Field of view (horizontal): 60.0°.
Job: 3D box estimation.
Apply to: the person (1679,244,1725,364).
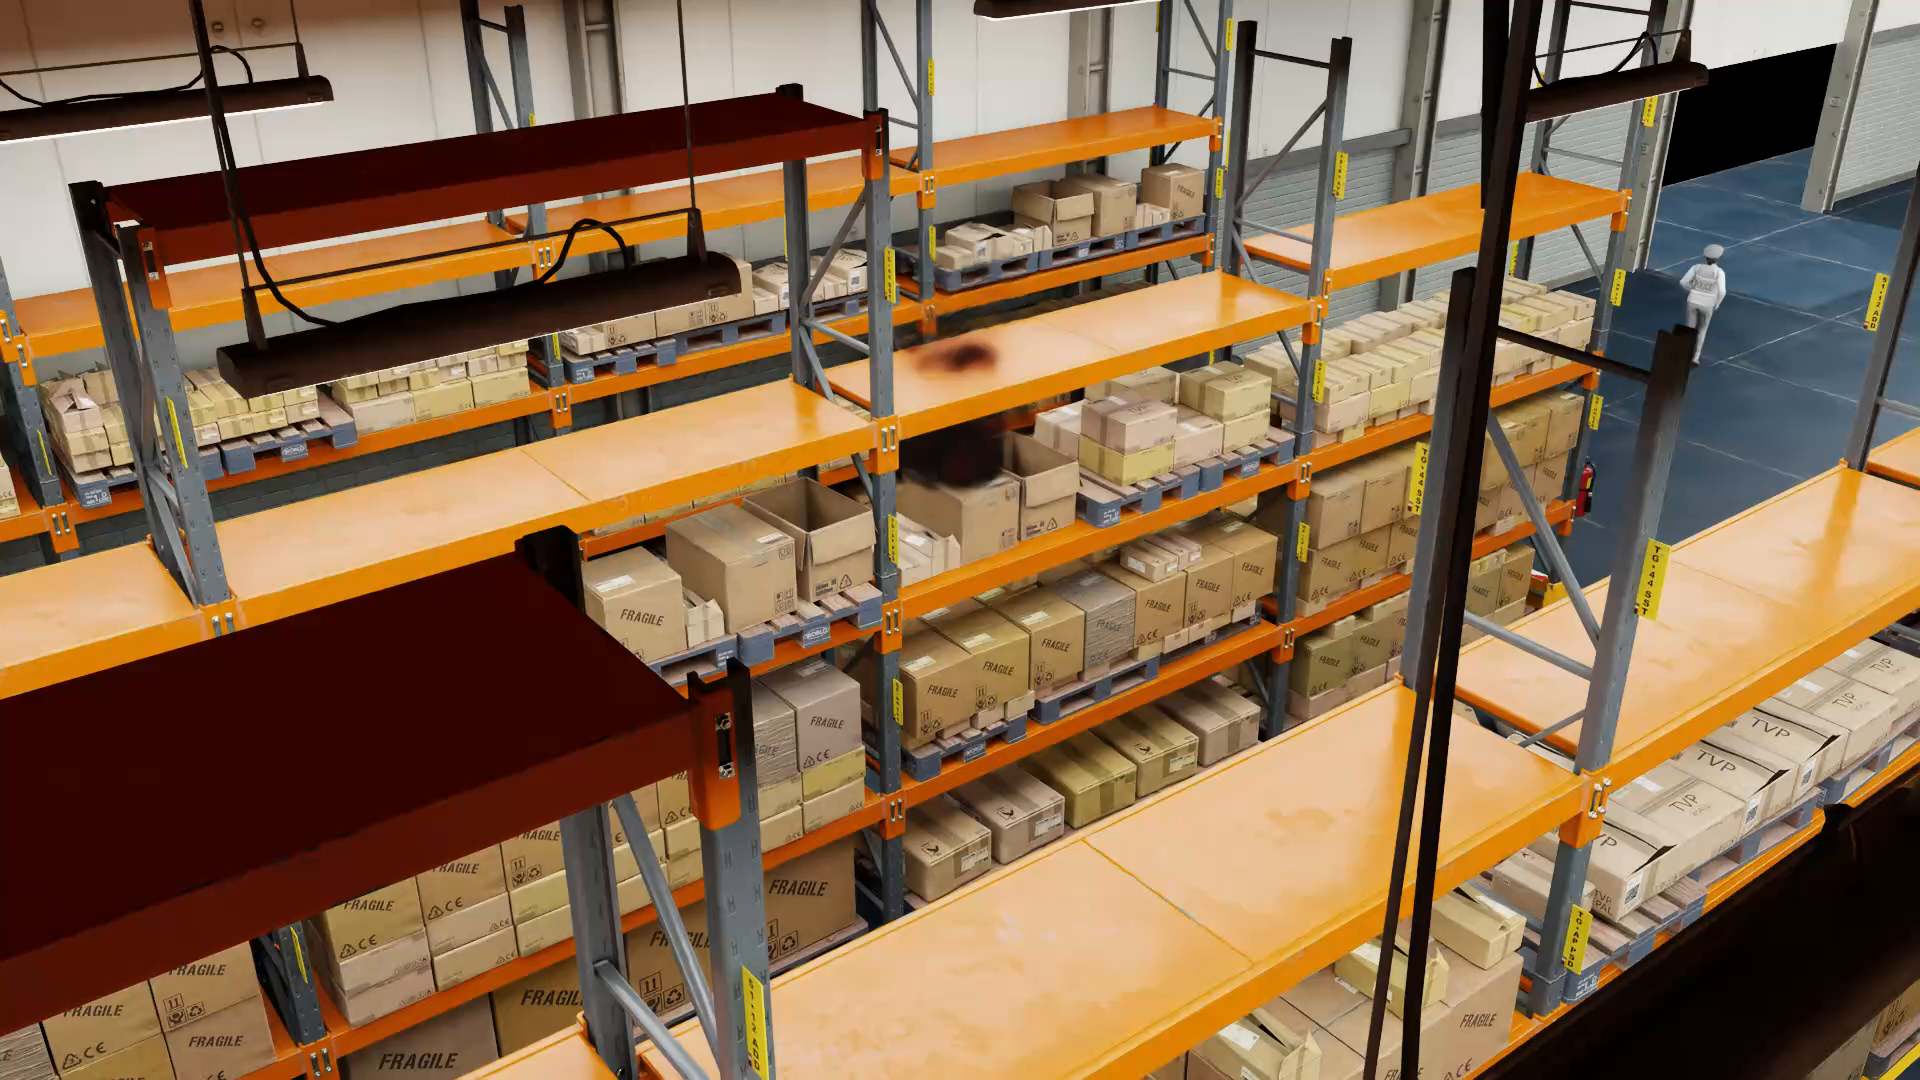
[{"bbox_3d":[10.051,-3.144,22.658,0.622,1.733,0.726,18,31,32],"label":"person"}]
